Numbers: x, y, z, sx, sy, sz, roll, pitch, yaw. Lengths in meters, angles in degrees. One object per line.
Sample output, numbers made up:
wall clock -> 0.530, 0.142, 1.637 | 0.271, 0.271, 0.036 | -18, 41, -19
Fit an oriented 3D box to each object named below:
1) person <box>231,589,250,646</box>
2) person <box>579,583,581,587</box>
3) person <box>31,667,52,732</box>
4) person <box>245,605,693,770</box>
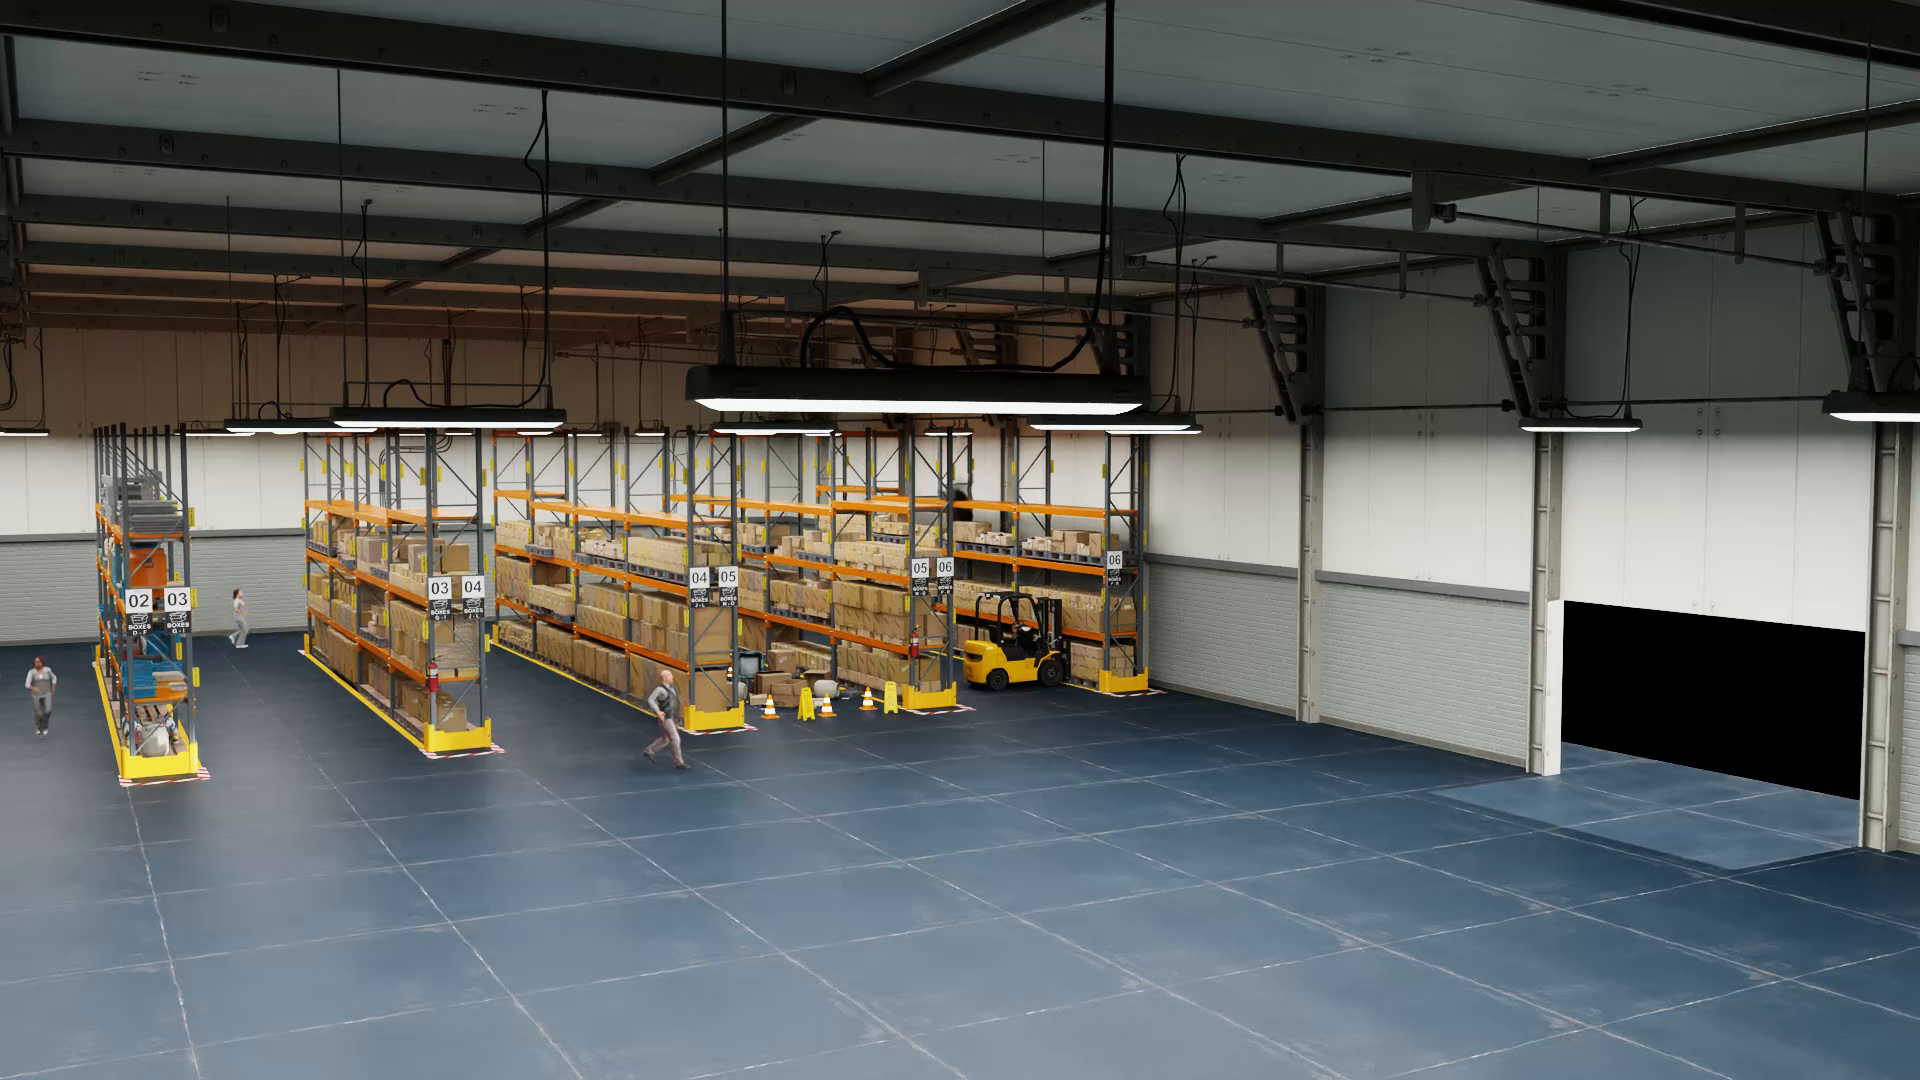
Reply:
person -> -19.729, 2.121, 45.610 | 0.531, 1.567, 0.561 | -1, 4, -14
person -> -10.854, 1.602, 47.222 | 0.573, 0.758, 0.553 | -2, 4, -36
person -> -17.540, 3.061, 31.759 | 0.354, 1.252, 0.598 | -2, 4, -31
person -> -12.152, 2.705, 37.103 | 18.382, 1.477, 13.754 | 1, 4, 12
